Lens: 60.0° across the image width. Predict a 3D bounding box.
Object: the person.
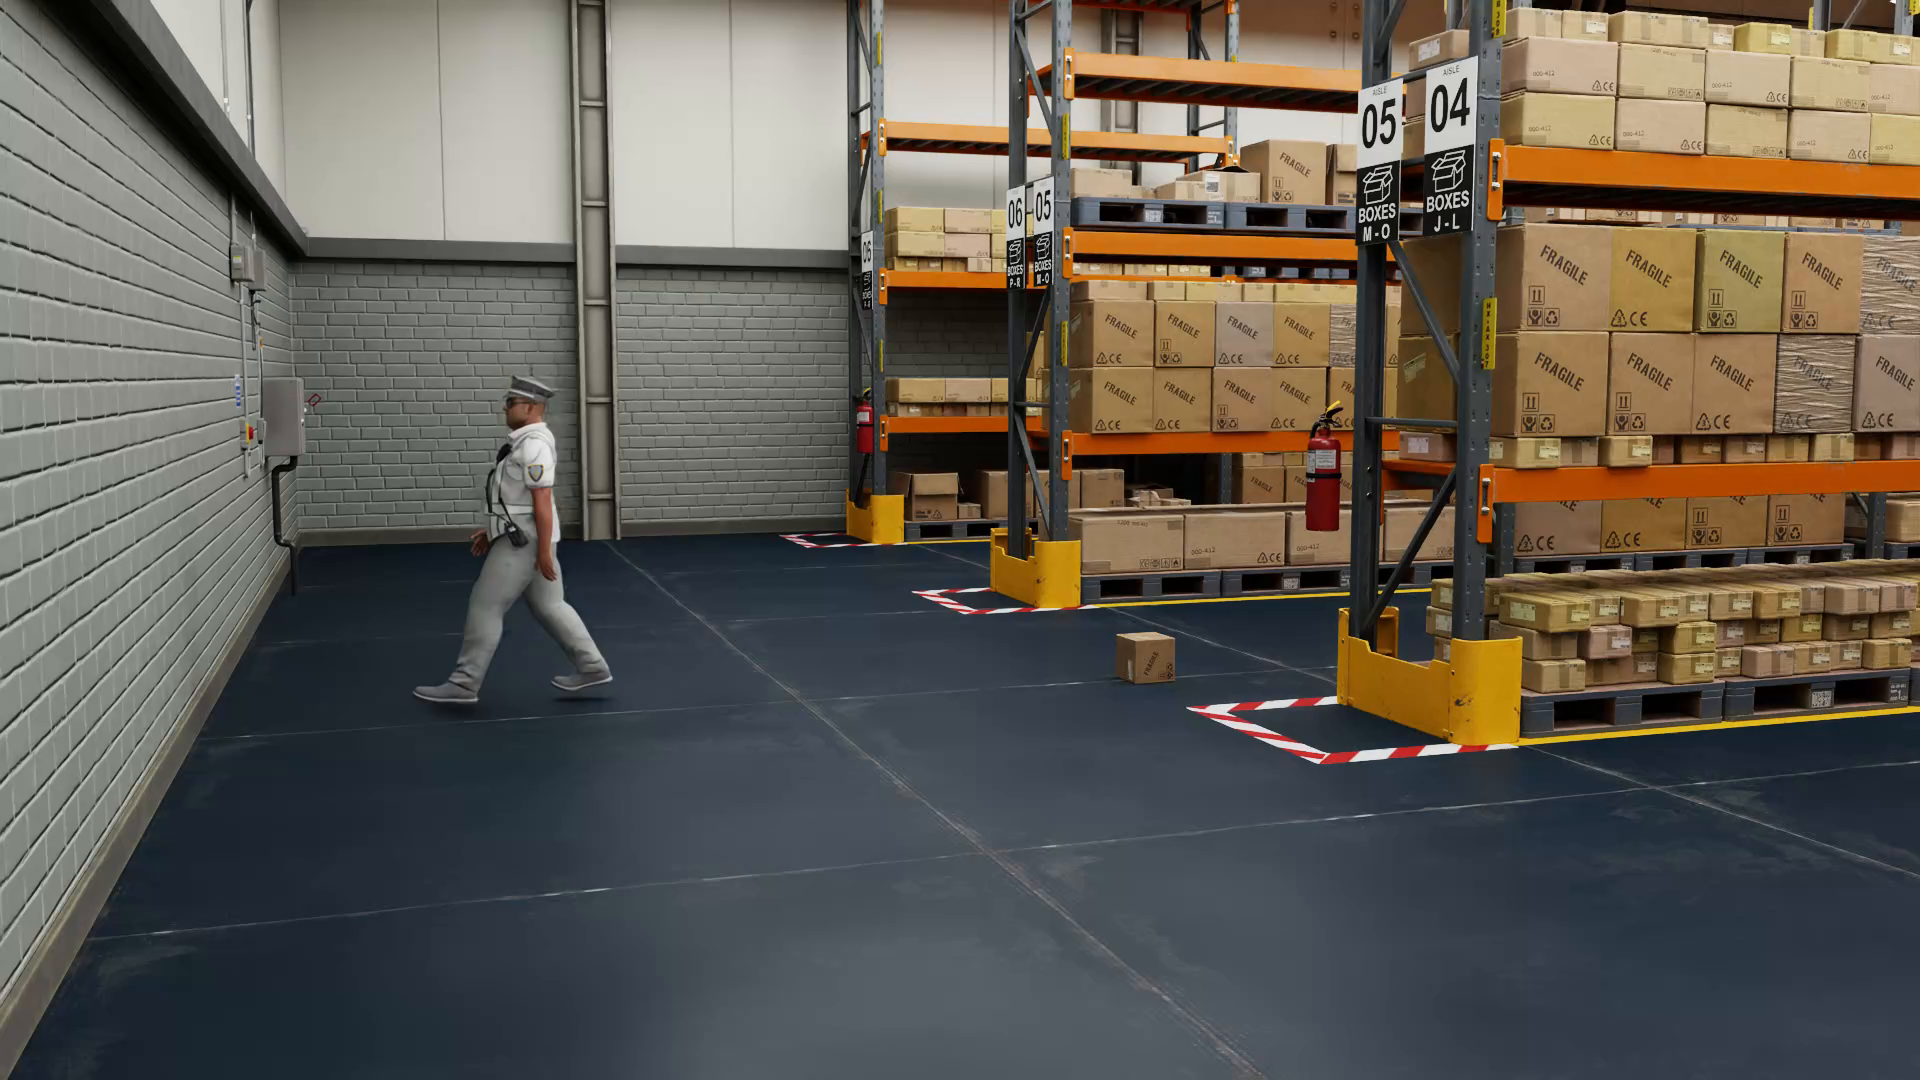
[{"bbox_3d":[-2.377,-0.016,8.814,1.013,1.717,0.548,-1,6,-10],"label":"person"}]
